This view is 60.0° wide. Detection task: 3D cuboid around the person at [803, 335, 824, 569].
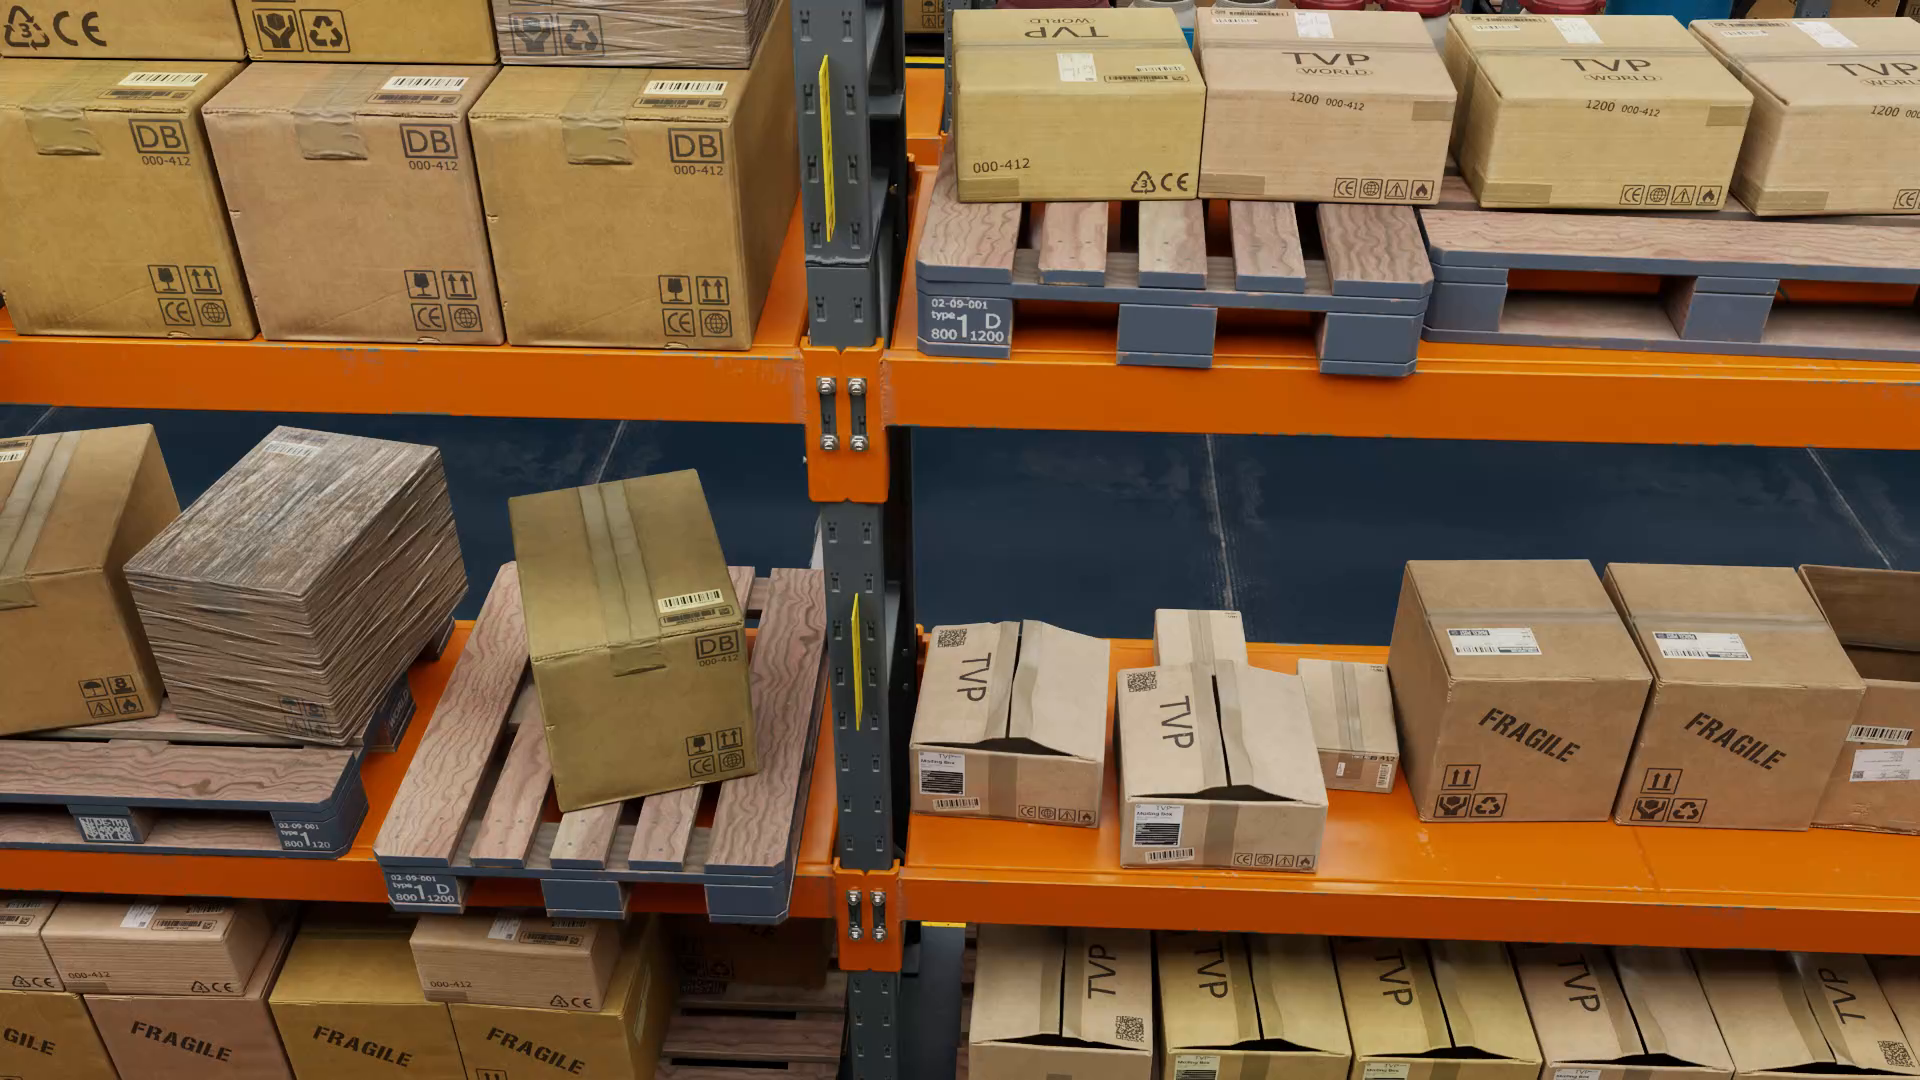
[{"bbox_3d":[-0.416,0.020,6.130,0.423,1.775,0.655,0,35,0],"label":"person"}]
